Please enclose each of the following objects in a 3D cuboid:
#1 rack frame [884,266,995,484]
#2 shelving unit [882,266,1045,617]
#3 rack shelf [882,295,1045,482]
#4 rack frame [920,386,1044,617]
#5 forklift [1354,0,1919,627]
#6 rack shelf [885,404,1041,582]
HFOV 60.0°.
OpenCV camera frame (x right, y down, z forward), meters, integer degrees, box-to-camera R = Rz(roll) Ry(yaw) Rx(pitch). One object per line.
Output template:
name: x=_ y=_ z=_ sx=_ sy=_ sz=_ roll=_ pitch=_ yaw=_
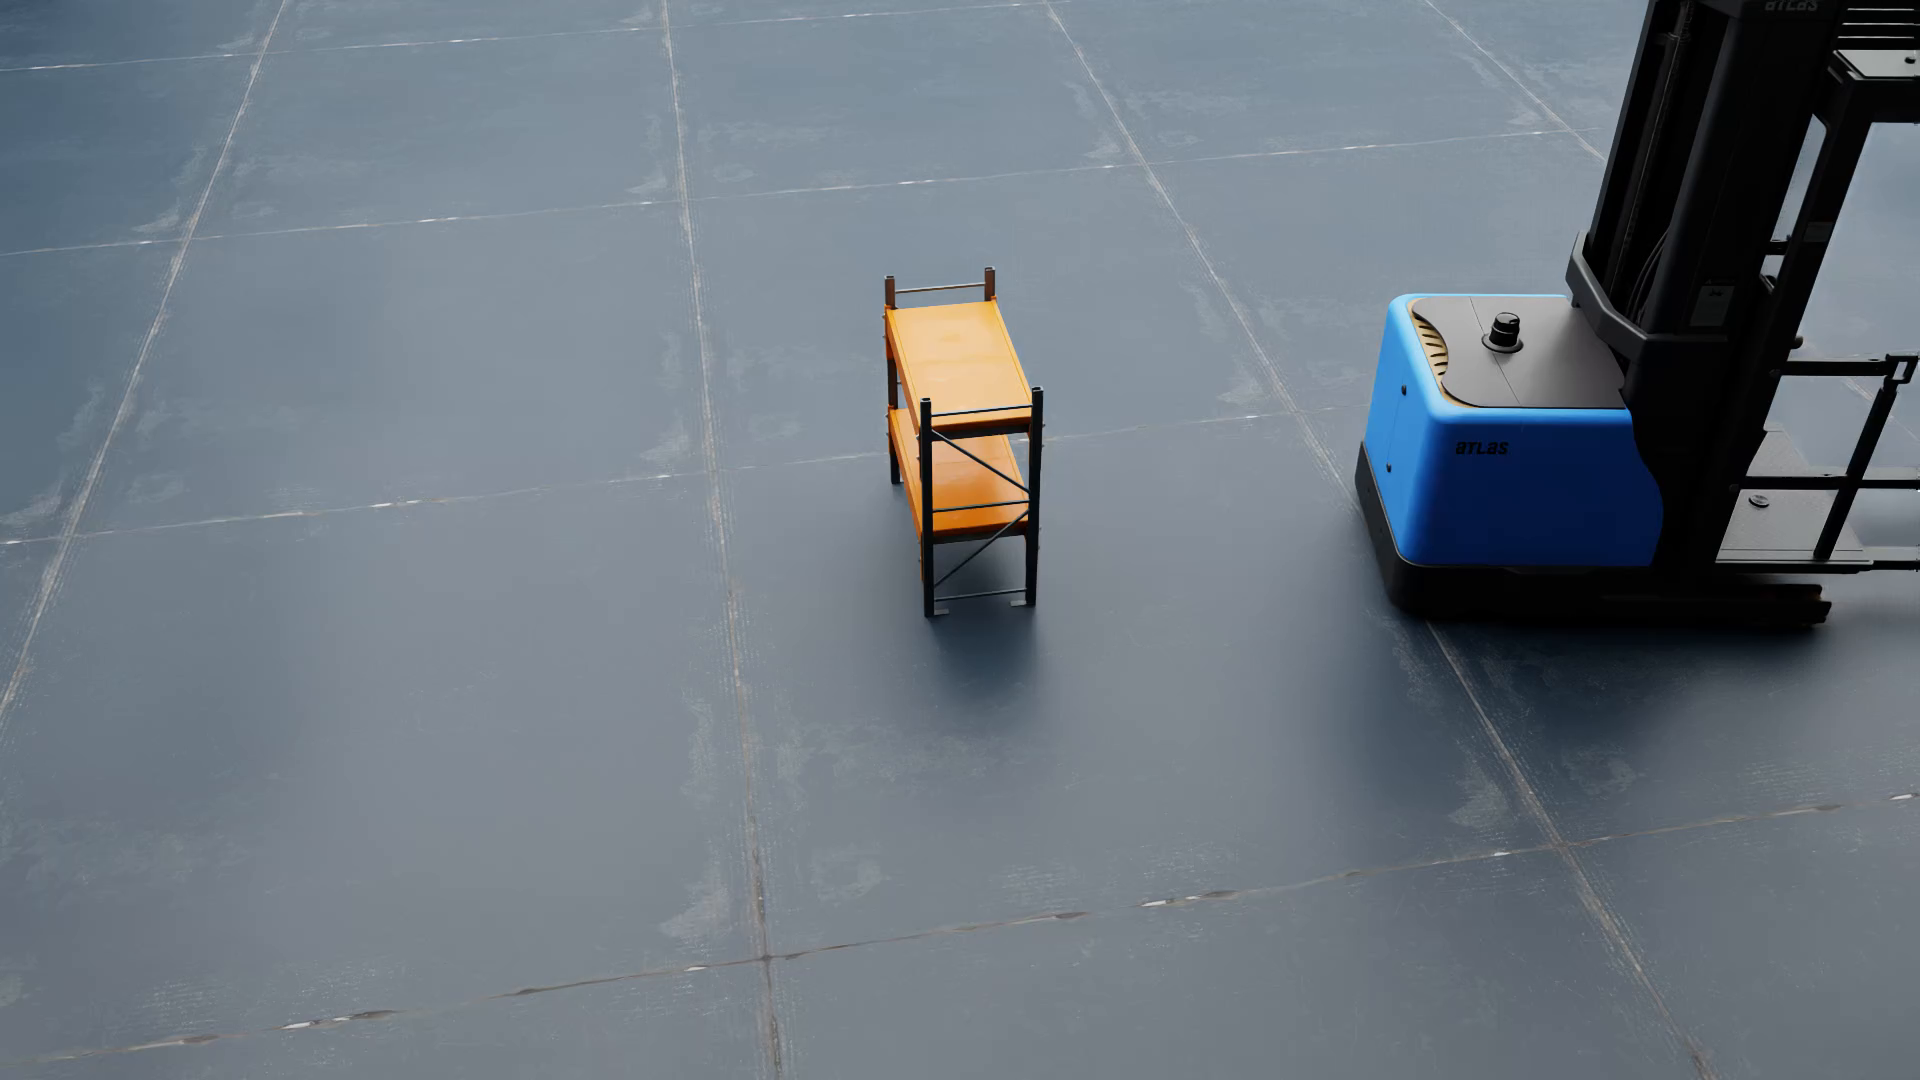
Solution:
rack frame: x=-0.090 y=-0.755 z=7.805 sx=0.500 sy=1.125 sz=0.032 roll=-6 pitch=38 yaw=-8
shelving unit: x=-0.001 y=-0.448 z=7.410 sx=0.538 sy=1.125 sz=1.048 roll=-6 pitch=38 yaw=-8
rack shelf: x=-0.001 y=-0.679 z=7.231 sx=0.538 sy=0.278 sz=1.000 roll=-6 pitch=38 yaw=-8
rack frame: x=0.088 y=-0.141 z=7.015 sx=0.500 sy=1.125 sz=0.032 roll=-6 pitch=38 yaw=-8
forklift: x=3.405 y=-1.107 z=6.786 sx=3.031 sy=2.935 sz=1.130 roll=0 pitch=38 yaw=1
rack shelf: x=-0.001 y=-0.255 z=7.560 sx=0.538 sy=0.278 sz=1.000 roll=-6 pitch=38 yaw=-8
